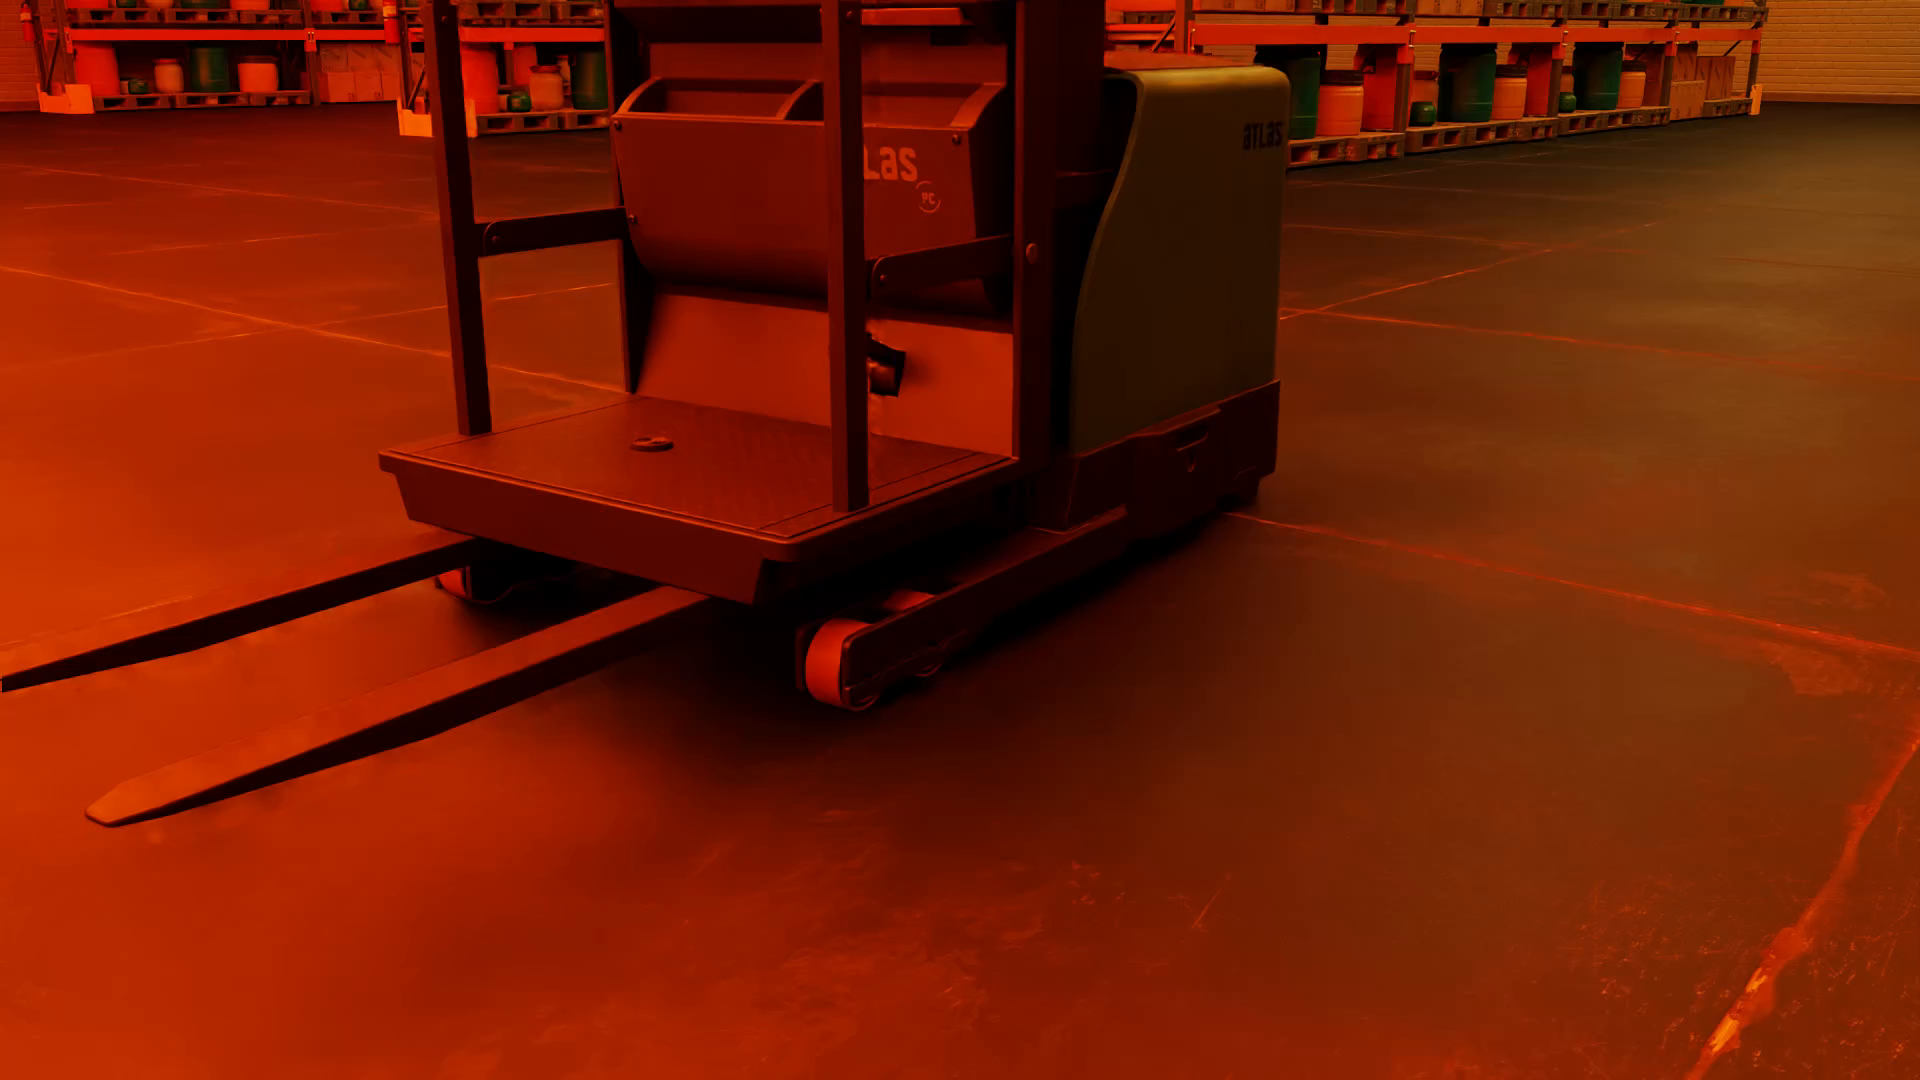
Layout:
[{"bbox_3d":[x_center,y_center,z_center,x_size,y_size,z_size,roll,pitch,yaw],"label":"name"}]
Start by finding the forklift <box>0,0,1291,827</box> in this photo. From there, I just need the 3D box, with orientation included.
[{"bbox_3d":[-0.441,-1.257,3.038,1.130,2.935,3.031,12,20,33],"label":"forklift"}]
